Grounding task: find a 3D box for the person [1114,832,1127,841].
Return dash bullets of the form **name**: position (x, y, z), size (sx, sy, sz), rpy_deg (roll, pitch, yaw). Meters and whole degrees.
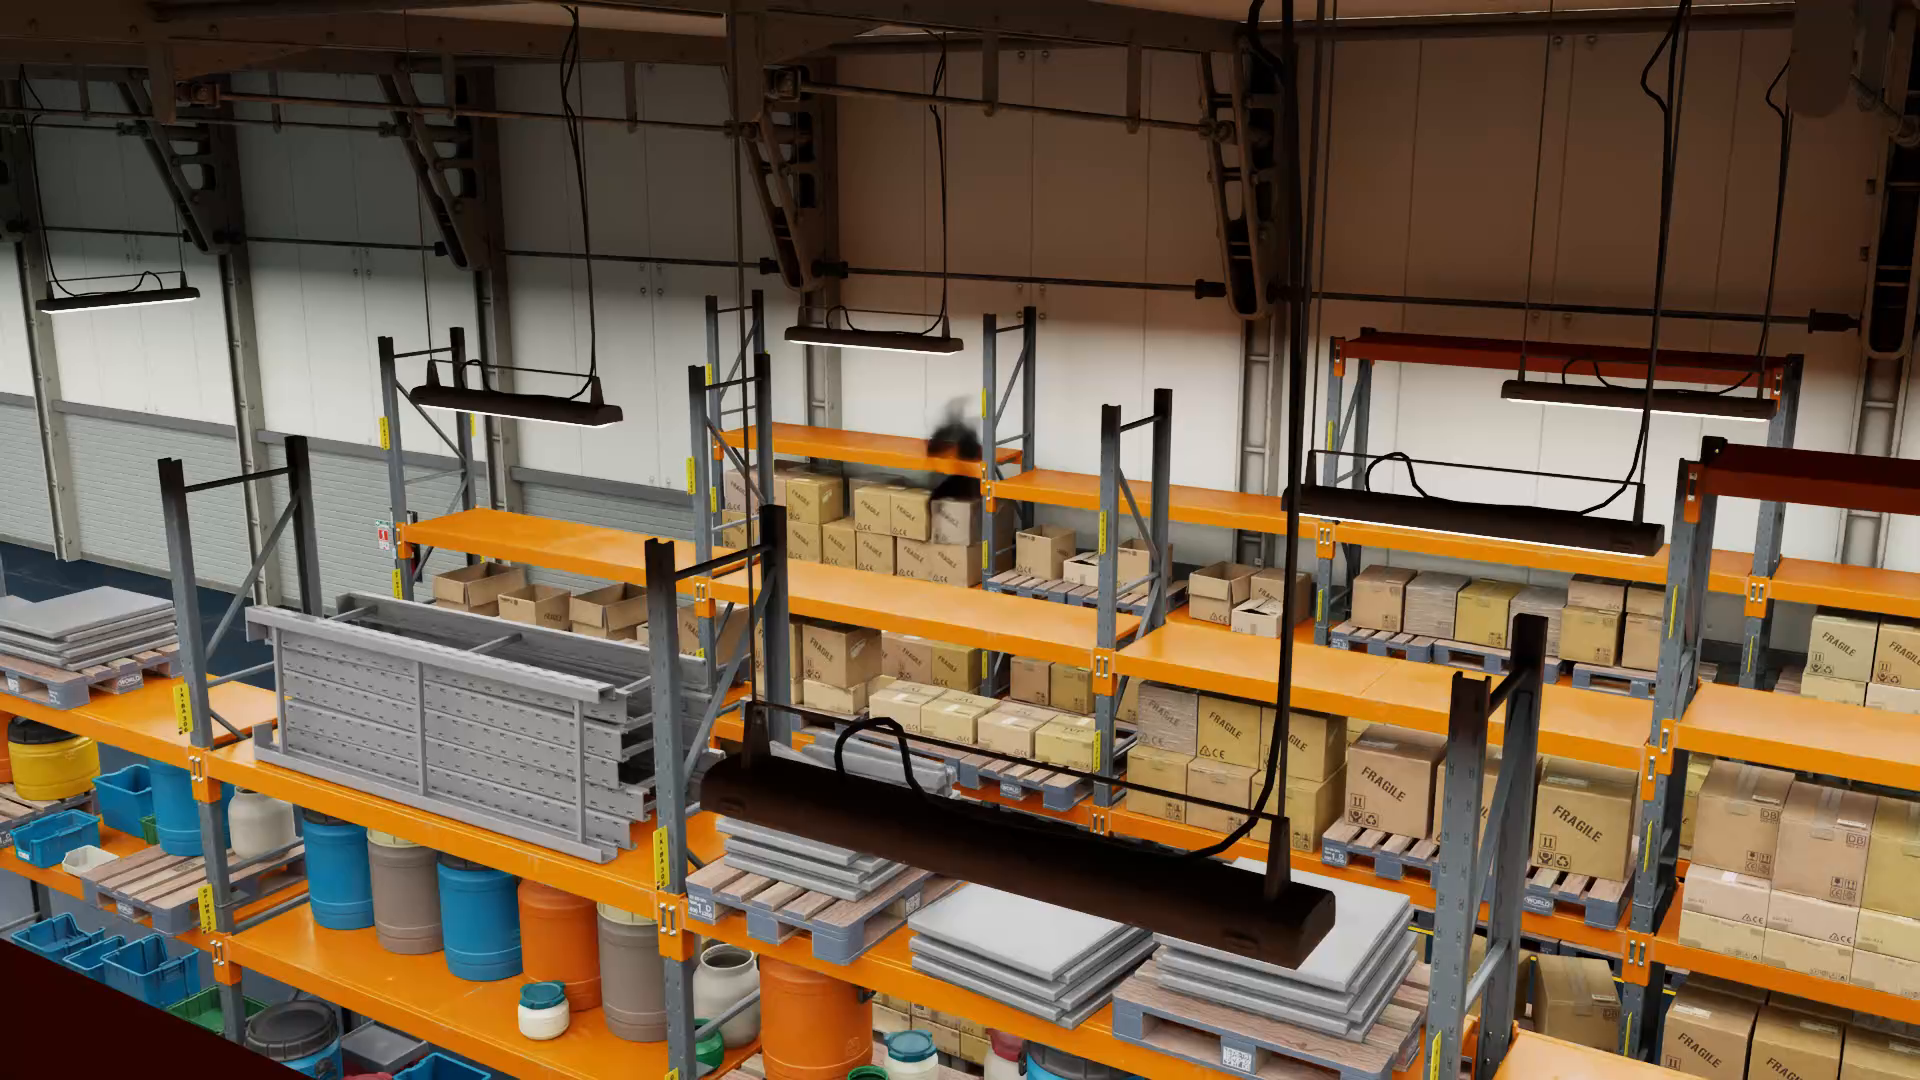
- **person**: position (1.461, 3.485, 15.749), size (0.893, 1.585, 0.537), rpy_deg (8, 16, 30)
